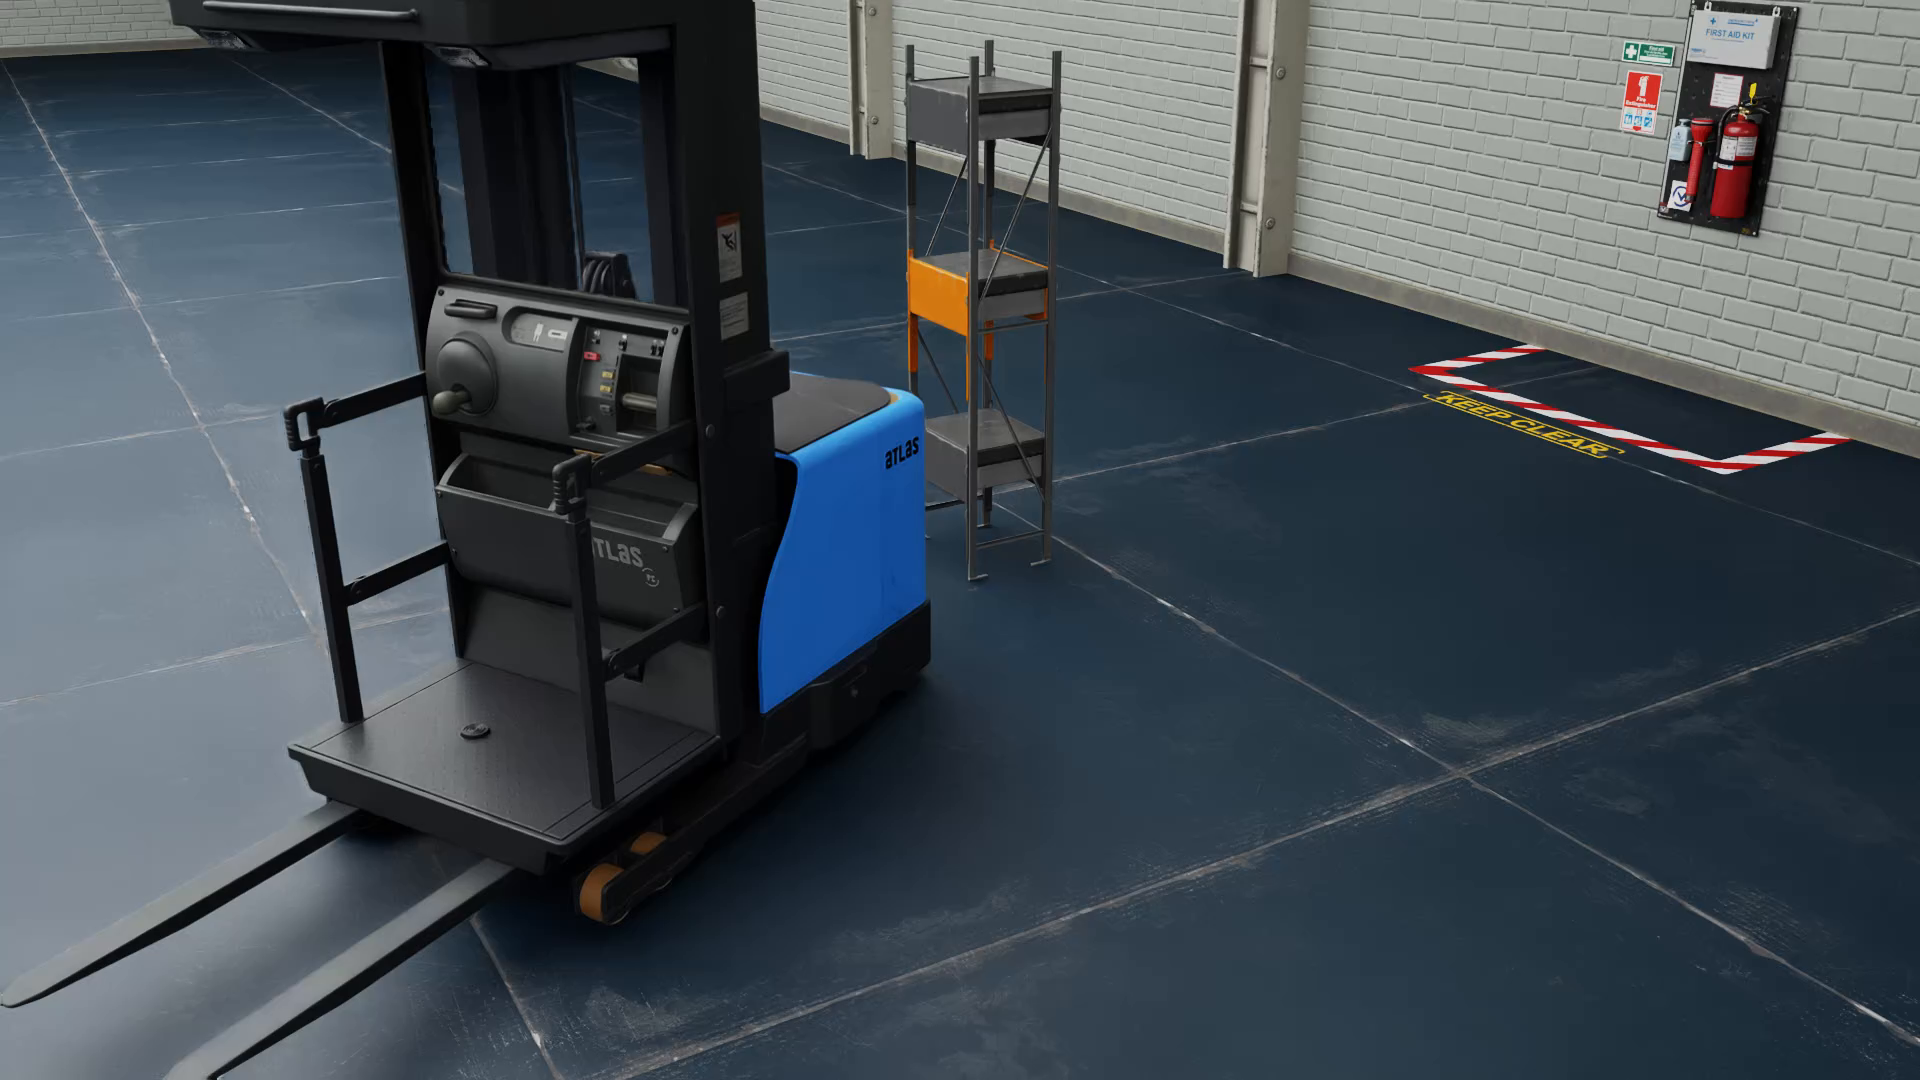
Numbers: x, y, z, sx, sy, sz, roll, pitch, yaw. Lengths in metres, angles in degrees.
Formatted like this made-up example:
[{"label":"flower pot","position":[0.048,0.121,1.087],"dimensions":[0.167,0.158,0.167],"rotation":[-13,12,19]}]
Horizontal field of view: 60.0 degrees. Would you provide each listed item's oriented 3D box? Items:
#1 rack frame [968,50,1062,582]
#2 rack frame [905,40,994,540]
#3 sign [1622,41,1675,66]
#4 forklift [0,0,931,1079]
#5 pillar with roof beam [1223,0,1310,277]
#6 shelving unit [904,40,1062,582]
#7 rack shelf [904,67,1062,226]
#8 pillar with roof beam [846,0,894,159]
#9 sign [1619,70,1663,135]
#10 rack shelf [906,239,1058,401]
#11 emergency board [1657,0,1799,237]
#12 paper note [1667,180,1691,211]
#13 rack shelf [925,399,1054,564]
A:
[{"label":"rack frame","position":[0.209,-0.840,6.590],"dimensions":[0.400,2.100,0.015],"rotation":[-13,25,-28]},{"label":"rack frame","position":[-0.040,-0.998,6.979],"dimensions":[0.400,2.100,0.015],"rotation":[-13,25,-28]},{"label":"sign","position":[3.807,-2.693,9.202],"dimensions":[0.001,0.109,0.331],"rotation":[-13,25,-28]},{"label":"forklift","position":[-1.276,-0.477,4.593],"dimensions":[1.130,2.935,3.031],"rotation":[12,25,27]},{"label":"pillar with roof beam","position":[-1.530,-5.322,8.453],"dimensions":[9.100,9.000,0.400],"rotation":[-13,25,-28]},{"label":"shelving unit","position":[0.085,-0.919,6.784],"dimensions":[0.431,2.100,0.503],"rotation":[-13,25,-28]},{"label":"rack shelf","position":[0.085,-1.555,6.526],"dimensions":[0.431,0.518,0.480],"rotation":[-13,25,-28]},{"label":"pillar with roof beam","position":[-4.595,-7.264,13.232],"dimensions":[9.100,9.000,0.400],"rotation":[-13,25,-28]},{"label":"sign","position":[3.812,-2.451,9.310],"dimensions":[0.001,0.329,0.234],"rotation":[-13,25,-28]},{"label":"rack shelf","position":[0.085,-0.906,6.789],"dimensions":[0.431,0.518,0.480],"rotation":[-13,25,-28]},{"label":"emergency board","position":[4.006,-2.235,8.828],"dimensions":[0.194,1.169,0.643],"rotation":[-13,25,-28]},{"label":"paper note","position":[3.975,-1.898,9.167],"dimensions":[0.016,0.148,0.142],"rotation":[-13,25,-28]},{"label":"rack shelf","position":[0.085,-0.258,7.053],"dimensions":[0.431,0.518,0.480],"rotation":[-13,25,-28]}]
